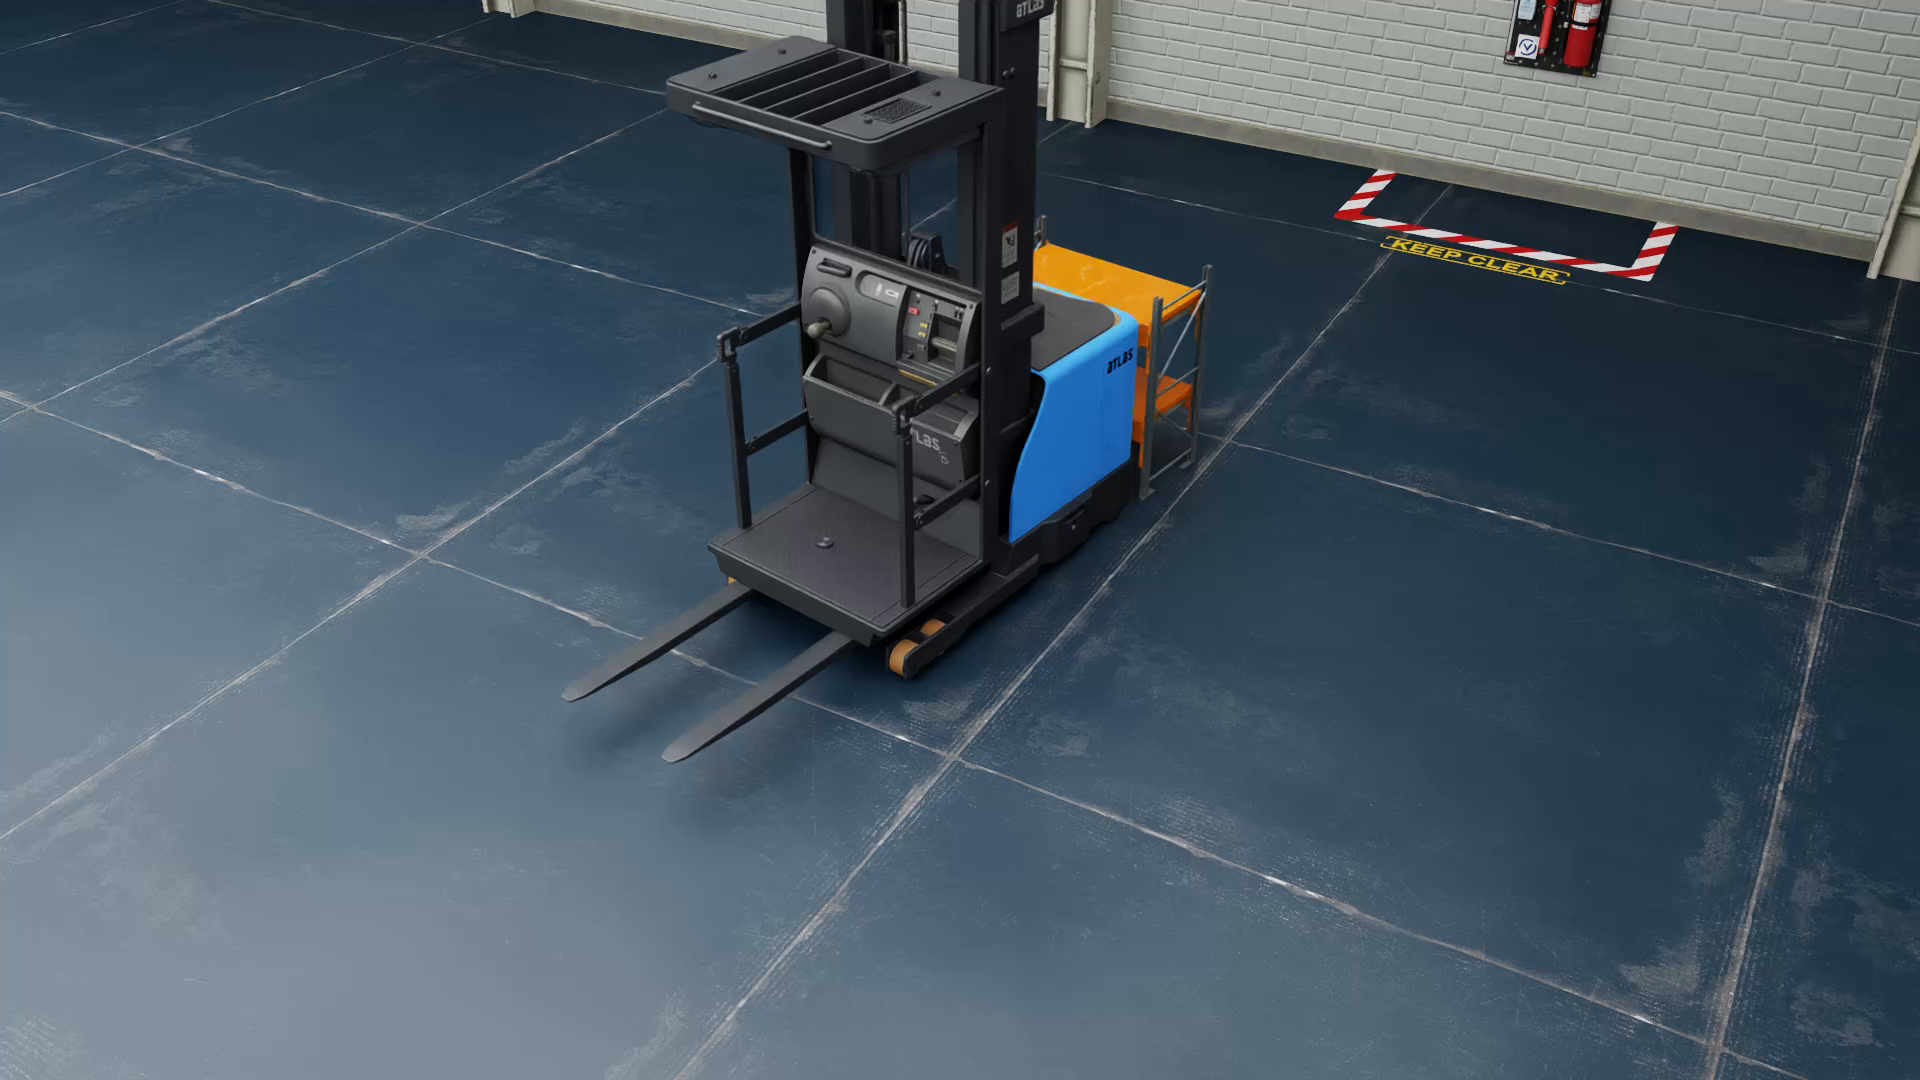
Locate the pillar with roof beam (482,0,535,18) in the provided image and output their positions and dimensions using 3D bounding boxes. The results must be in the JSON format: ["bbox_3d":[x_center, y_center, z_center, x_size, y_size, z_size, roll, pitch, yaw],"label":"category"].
[{"bbox_3d":[-6.408,-6.703,10.198,0.400,9.000,9.100,18,37,24],"label":"pillar with roof beam"}]

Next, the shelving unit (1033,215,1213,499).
[{"bbox_3d":[0.692,-0.965,8.684,1.048,1.125,0.538,24,40,31],"label":"shelving unit"}]

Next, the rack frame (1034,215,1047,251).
[{"bbox_3d":[0.293,-1.140,8.946,0.032,1.125,0.500,24,40,31],"label":"rack frame"}]

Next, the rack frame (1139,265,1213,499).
[{"bbox_3d":[1.091,-0.791,8.421,0.032,1.125,0.500,24,40,31],"label":"rack frame"}]

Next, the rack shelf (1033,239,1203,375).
[{"bbox_3d":[0.692,-1.209,8.522,1.000,0.278,0.538,24,40,31],"label":"rack shelf"}]

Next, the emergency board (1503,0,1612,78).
[{"bbox_3d":[4.020,-3.676,11.064,0.643,1.169,0.194,18,37,24],"label":"emergency board"}]

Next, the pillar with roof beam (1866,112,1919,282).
[{"bbox_3d":[4.010,-3.403,5.242,0.400,9.000,9.100,18,37,24],"label":"pillar with roof beam"}]

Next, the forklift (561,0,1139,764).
[{"bbox_3d":[-0.445,-0.927,6.997,1.130,2.935,3.031,24,41,31],"label":"forklift"}]

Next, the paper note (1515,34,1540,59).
[{"bbox_3d":[3.900,-3.391,11.431,0.142,0.148,0.016,18,37,24],"label":"paper note"}]

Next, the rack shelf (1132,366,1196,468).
[{"bbox_3d":[0.692,-0.762,8.819,1.000,0.278,0.538,24,40,31],"label":"rack shelf"}]

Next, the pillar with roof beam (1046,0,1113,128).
[{"bbox_3d":[-1.199,-5.053,7.720,0.400,9.000,9.100,18,37,24],"label":"pillar with roof beam"}]
